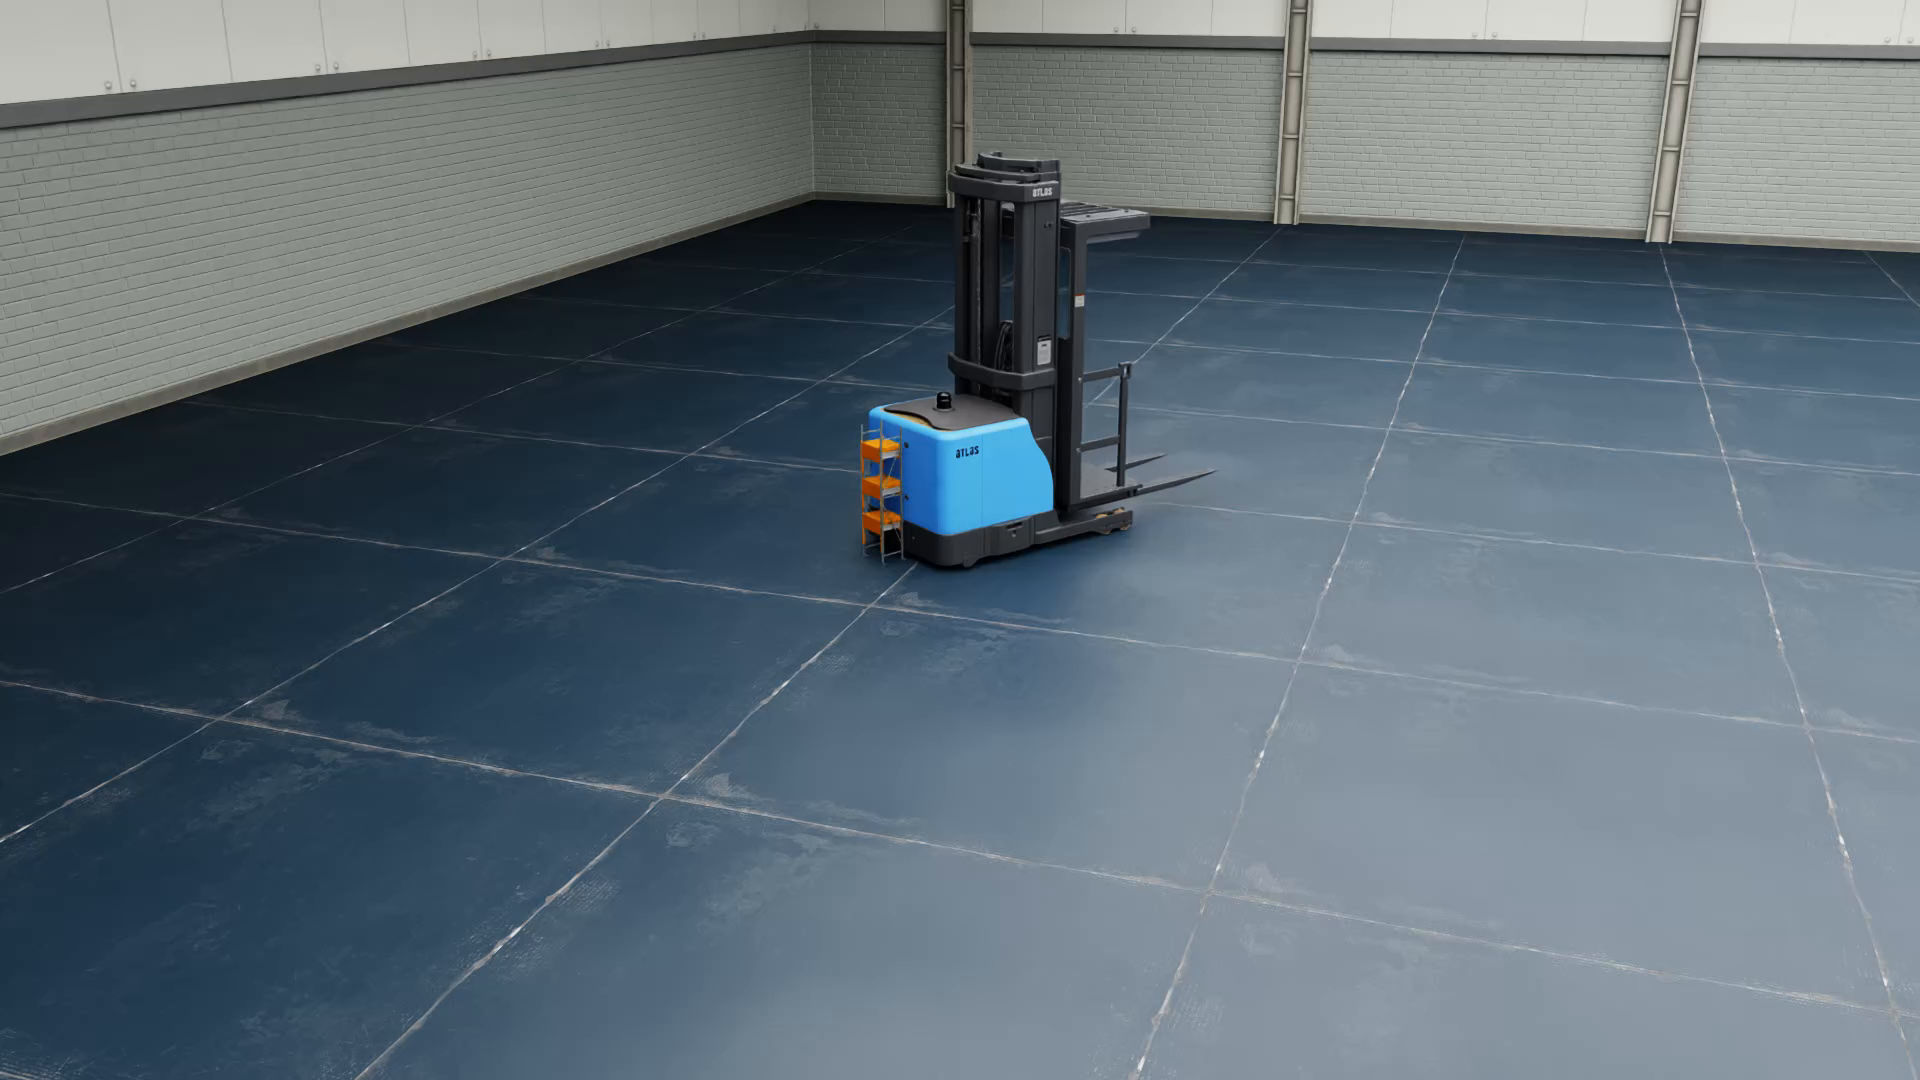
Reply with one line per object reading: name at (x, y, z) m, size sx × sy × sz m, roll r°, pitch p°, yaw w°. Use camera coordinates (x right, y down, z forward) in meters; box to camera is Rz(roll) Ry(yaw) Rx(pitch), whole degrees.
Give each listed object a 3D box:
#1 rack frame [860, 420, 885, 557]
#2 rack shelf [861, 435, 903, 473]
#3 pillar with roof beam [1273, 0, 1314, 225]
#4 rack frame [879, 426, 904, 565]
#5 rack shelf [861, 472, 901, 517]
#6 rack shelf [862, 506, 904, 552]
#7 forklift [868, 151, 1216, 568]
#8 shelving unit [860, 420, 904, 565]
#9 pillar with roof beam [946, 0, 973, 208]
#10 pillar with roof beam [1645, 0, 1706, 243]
rack frame at (-0.660, -0.388, 12.594) m, size 0.200 × 1.050 × 0.008 m, roll -15°, pitch 24°, yaw -36°
rack shelf at (-0.585, -0.614, 12.414) m, size 0.215 × 0.259 × 0.240 m, roll -15°, pitch 24°, yaw -36°
pillar with roof beam at (4.248, -8.407, 23.524) m, size 0.400 × 9.000 × 9.100 m, roll 7°, pitch 20°, yaw 18°
rack frame at (-0.509, -0.325, 12.413) m, size 0.200 × 1.050 × 0.008 m, roll -15°, pitch 24°, yaw -36°
rack shelf at (-0.585, -0.346, 12.507) m, size 0.215 × 0.259 × 0.240 m, roll -15°, pitch 24°, yaw -36°
rack shelf at (-0.585, -0.084, 12.598) m, size 0.215 × 0.259 × 0.240 m, roll -15°, pitch 24°, yaw -36°
forklift at (0.766, -1.549, 13.067) m, size 3.031 × 2.935 × 1.130 m, roll -14°, pitch 24°, yaw -35°
shelving unit at (-0.585, -0.356, 12.503) m, size 0.215 × 1.050 × 0.252 m, roll -15°, pitch 24°, yaw -36°
pillar with roof beam at (-1.420, -9.055, 25.383) m, size 0.400 × 9.000 × 9.100 m, roll 7°, pitch 20°, yaw 18°
pillar with roof beam at (9.916, -7.759, 21.665) m, size 0.400 × 9.000 × 9.100 m, roll 7°, pitch 20°, yaw 18°
